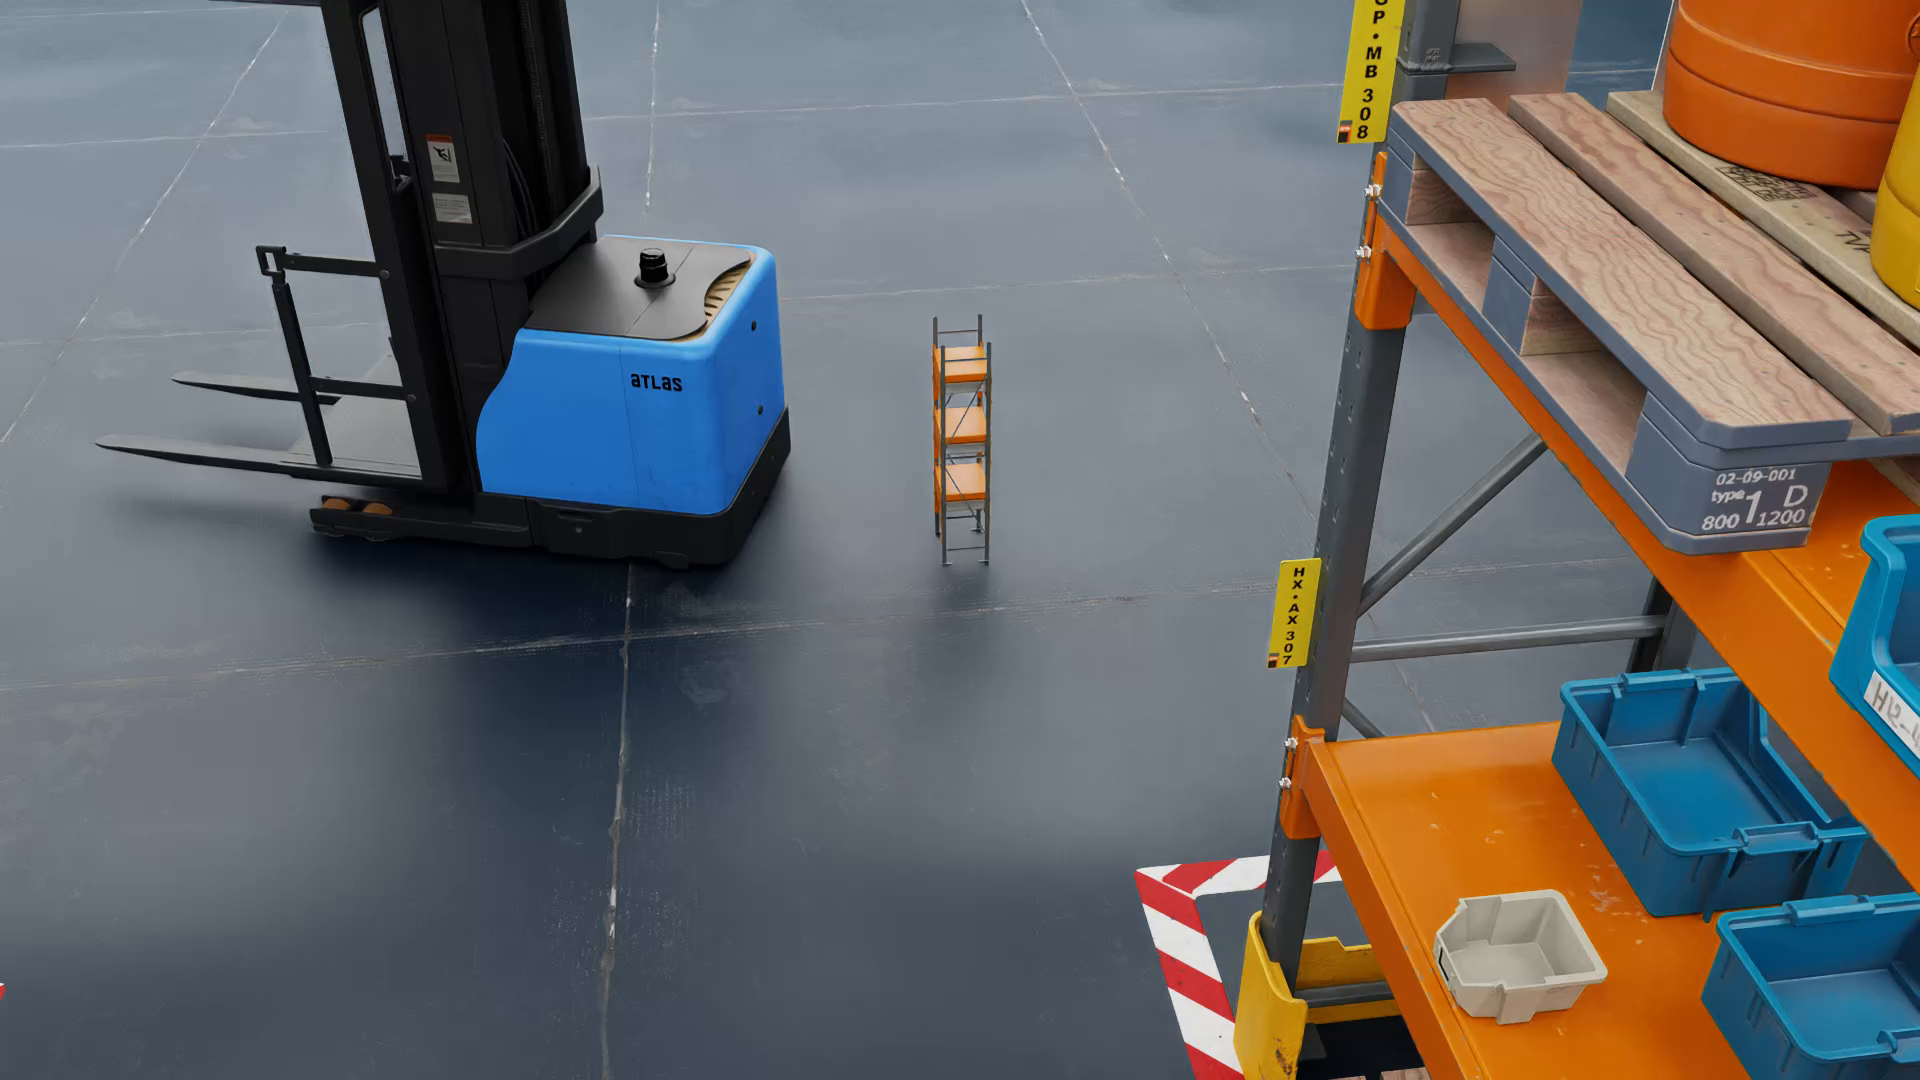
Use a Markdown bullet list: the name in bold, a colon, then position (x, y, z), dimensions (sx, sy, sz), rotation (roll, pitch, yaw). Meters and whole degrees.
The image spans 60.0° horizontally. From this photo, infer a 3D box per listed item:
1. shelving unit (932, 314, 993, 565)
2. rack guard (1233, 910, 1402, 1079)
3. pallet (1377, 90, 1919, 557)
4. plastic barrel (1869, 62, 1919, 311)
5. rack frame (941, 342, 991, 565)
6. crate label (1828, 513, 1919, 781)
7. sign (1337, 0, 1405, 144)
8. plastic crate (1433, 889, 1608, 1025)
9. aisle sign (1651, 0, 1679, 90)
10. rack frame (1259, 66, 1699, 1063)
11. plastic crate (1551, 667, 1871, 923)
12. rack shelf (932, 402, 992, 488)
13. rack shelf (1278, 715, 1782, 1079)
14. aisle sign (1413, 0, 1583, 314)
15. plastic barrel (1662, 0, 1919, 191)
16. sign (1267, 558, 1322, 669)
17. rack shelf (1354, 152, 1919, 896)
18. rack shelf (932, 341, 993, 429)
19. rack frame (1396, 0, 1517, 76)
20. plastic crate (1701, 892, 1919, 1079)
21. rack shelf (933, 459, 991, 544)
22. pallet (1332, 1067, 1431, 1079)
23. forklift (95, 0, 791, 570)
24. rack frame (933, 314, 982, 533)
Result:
- **shelving unit**: position (0.007, -0.404, 6.911), dimensions (0.215, 1.050, 0.252), rotation (-4, 35, -6)
- **rack guard**: position (1.420, 1.329, 4.855), dimensions (1.175, 0.500, 0.348), rotation (-4, 35, -6)
- **pallet**: position (1.378, -0.435, 2.729), dimensions (1.003, 0.211, 1.213), rotation (-4, 35, -6)
- **plastic barrel**: position (1.642, -0.607, 2.273), dimensions (0.600, 0.588, 0.600), rotation (0, 34, 0)
- **rack frame**: position (0.024, -0.336, 6.811), dimensions (0.200, 1.050, 0.008), rotation (-4, 35, -6)
- **crate label**: position (1.288, 0.149, 1.836), dimensions (0.502, 0.251, 0.408), rotation (-4, 35, -6)
- **sign**: position (0.818, -0.946, 3.304), dimensions (0.100, 0.325, 0.005), rotation (-4, 35, -6)
- **plastic crate**: position (1.165, 0.890, 3.514), dimensions (0.298, 0.136, 0.250), rotation (-4, 35, -6)
- **aisle sign**: position (1.648, -0.879, 3.568), dimensions (0.394, 0.787, 0.004), rotation (-4, 35, -6)
- **rack frame**: position (1.363, 0.258, 4.209), dimensions (1.000, 3.000, 0.127), rotation (-4, 35, -6)
- **plastic crate**: position (1.727, 0.576, 3.874), dimensions (0.499, 0.251, 0.616), rotation (-4, 35, -6)
- **rack shelf**: position (0.007, -0.395, 6.916), dimensions (0.215, 0.259, 0.240), rotation (-4, 35, -6)
- **rack shelf**: position (1.632, 1.671, 2.773), dimensions (1.077, 0.370, 4.000), rotation (-4, 35, -6)
- **aisle sign**: position (1.063, -0.835, 3.503), dimensions (0.394, 0.787, 0.004), rotation (-4, 35, -6)
- **plastic barrel**: position (1.555, -1.071, 2.741), dimensions (0.600, 0.830, 0.708), rotation (-4, 35, -6)
- **sign**: position (0.818, 0.182, 4.073), dimensions (0.100, 0.325, 0.005), rotation (-4, 35, -6)
- **rack shelf**: position (1.632, 0.431, 1.929), dimensions (1.077, 0.370, 4.000), rotation (-4, 35, -6)
- **rack shelf**: position (0.007, -0.630, 6.757), dimensions (0.215, 0.259, 0.240), rotation (-4, 35, -6)
- **rack frame**: position (1.363, -2.222, 2.519), dimensions (1.000, 3.000, 0.127), rotation (-4, 35, -6)
- **plastic crate**: position (1.809, 0.938, 3.341), dimensions (0.499, 0.251, 0.408), rotation (-4, 35, -6)
- **rack shelf**: position (0.007, -0.166, 7.073), dimensions (0.215, 0.259, 0.240), rotation (-4, 35, -6)
- **pallet**: position (1.524, 1.902, 4.271), dimensions (1.003, 0.211, 1.213), rotation (-4, 35, -6)
- **forklift**: position (-2.355, -1.488, 6.830), dimensions (3.031, 2.935, 1.130), rotation (6, 35, 9)
- **rack frame**: position (-0.009, -0.472, 7.010), dimensions (0.200, 1.050, 0.008), rotation (-4, 35, -6)
